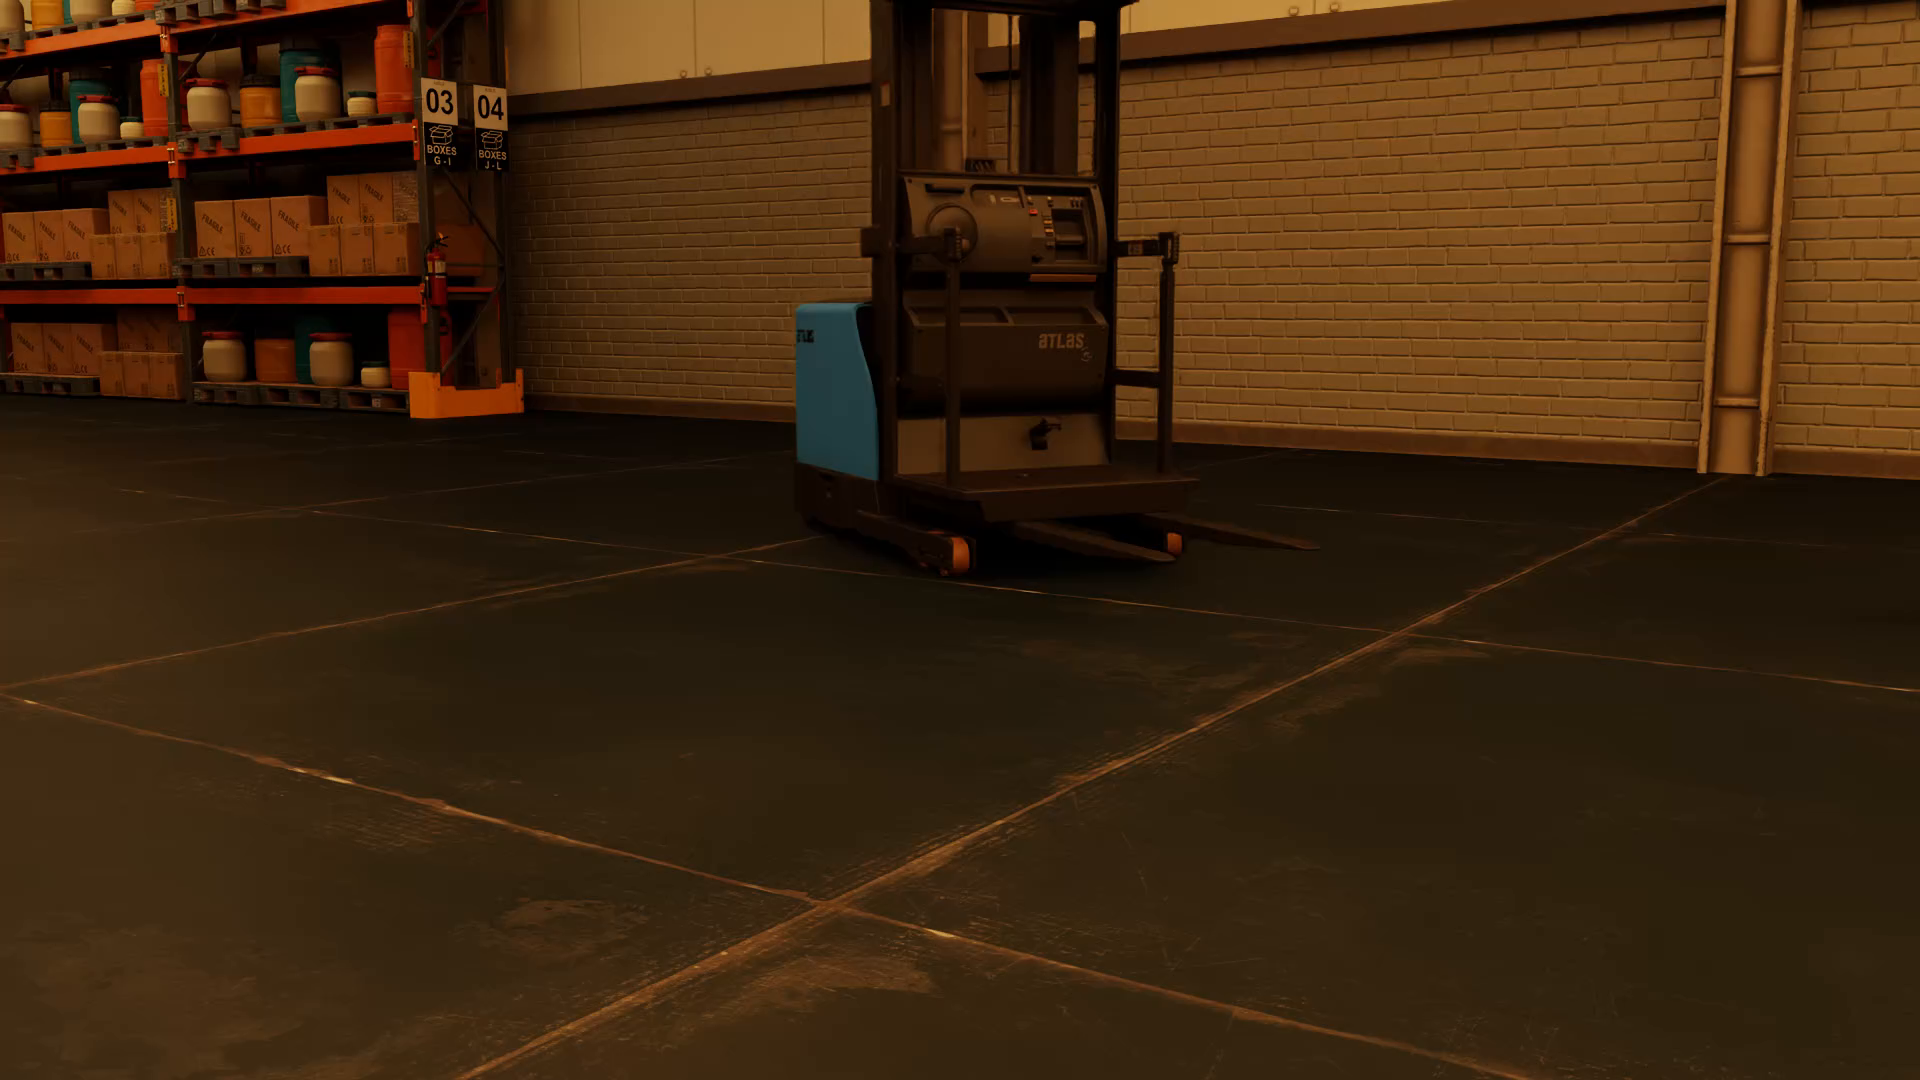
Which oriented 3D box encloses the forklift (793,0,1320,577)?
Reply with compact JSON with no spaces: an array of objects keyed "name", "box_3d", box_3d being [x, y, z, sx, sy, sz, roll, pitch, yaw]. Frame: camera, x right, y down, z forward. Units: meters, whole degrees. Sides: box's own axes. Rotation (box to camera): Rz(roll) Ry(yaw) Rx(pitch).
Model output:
[{"name":"forklift","box_3d":[0.296,-1.373,6.849,1.130,2.935,3.031,-4,9,-26]}]
